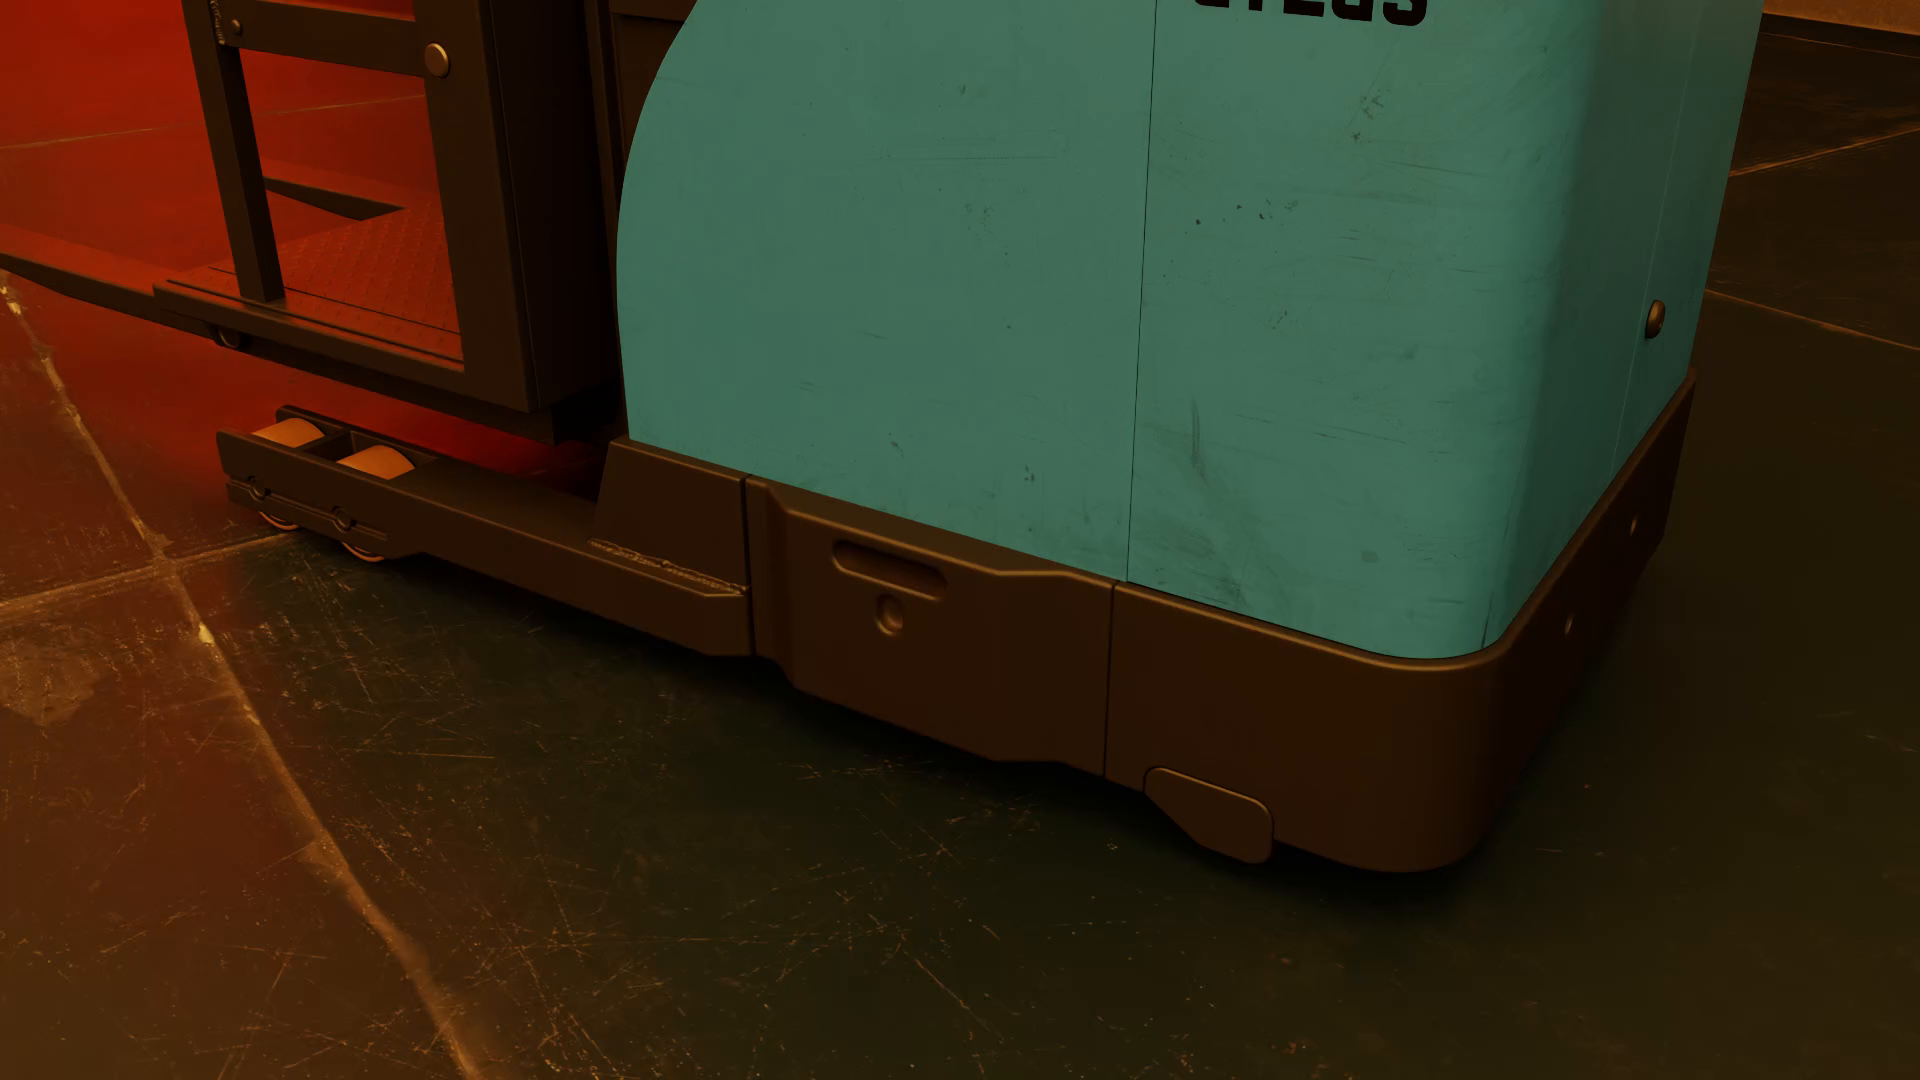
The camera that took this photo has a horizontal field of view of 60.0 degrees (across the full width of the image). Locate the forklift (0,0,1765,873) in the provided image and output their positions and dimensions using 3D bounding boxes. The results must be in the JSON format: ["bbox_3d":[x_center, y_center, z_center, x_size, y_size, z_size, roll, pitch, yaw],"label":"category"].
[{"bbox_3d":[-0.511,-1.459,2.139,3.031,2.935,1.130,16,31,29],"label":"forklift"}]
